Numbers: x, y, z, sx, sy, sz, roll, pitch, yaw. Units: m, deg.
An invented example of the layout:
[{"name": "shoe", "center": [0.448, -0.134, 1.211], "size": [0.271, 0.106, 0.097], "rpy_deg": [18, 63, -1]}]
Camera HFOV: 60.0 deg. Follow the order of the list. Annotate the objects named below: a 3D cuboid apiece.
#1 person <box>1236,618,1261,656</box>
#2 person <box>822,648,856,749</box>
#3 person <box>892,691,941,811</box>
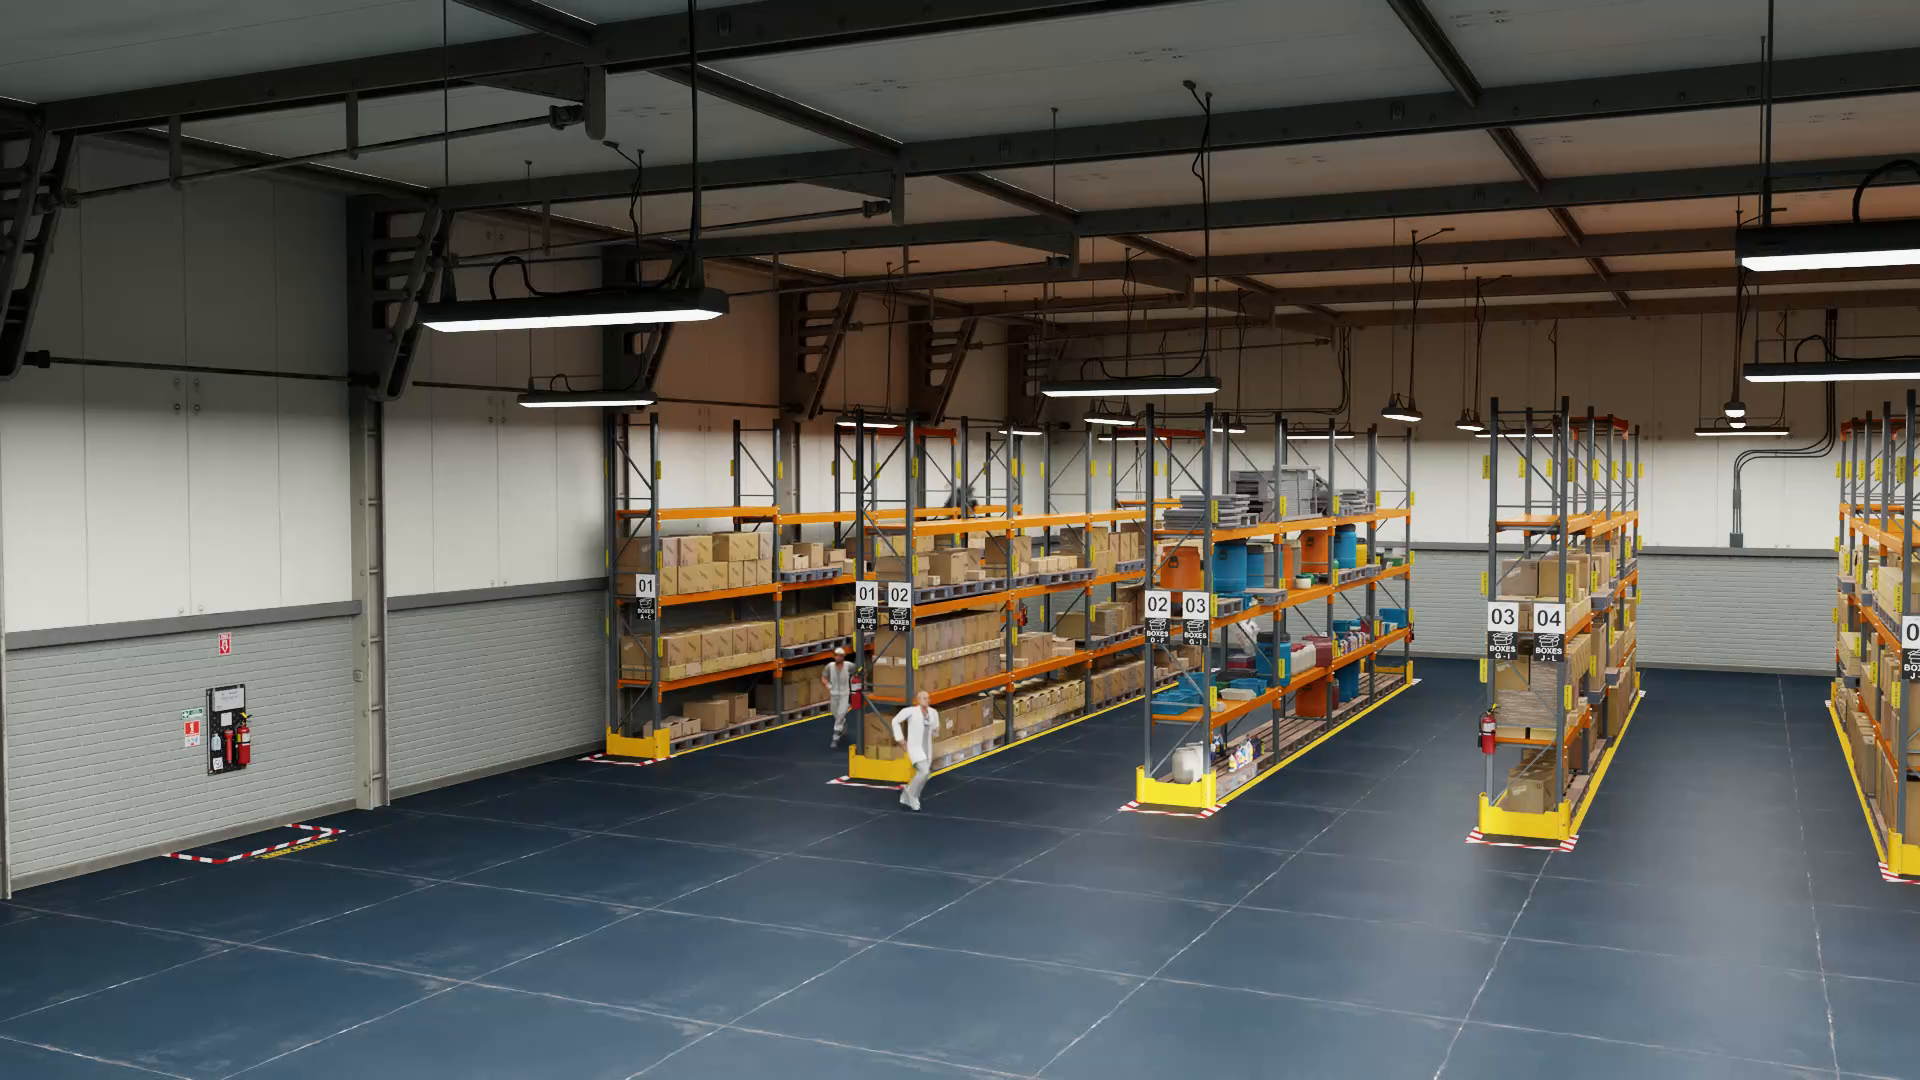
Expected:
[{"name": "person", "center": [6.933, 2.514, 39.871], "size": [0.603, 1.647, 0.610], "rpy_deg": [0, 2, 8]}, {"name": "person", "center": [-2.176, 2.834, 30.218], "size": [0.686, 1.781, 1.051], "rpy_deg": [0, 2, 8]}, {"name": "person", "center": [-0.594, 3.096, 24.420], "size": [0.691, 1.762, 0.799], "rpy_deg": [-2, 3, -41]}]
